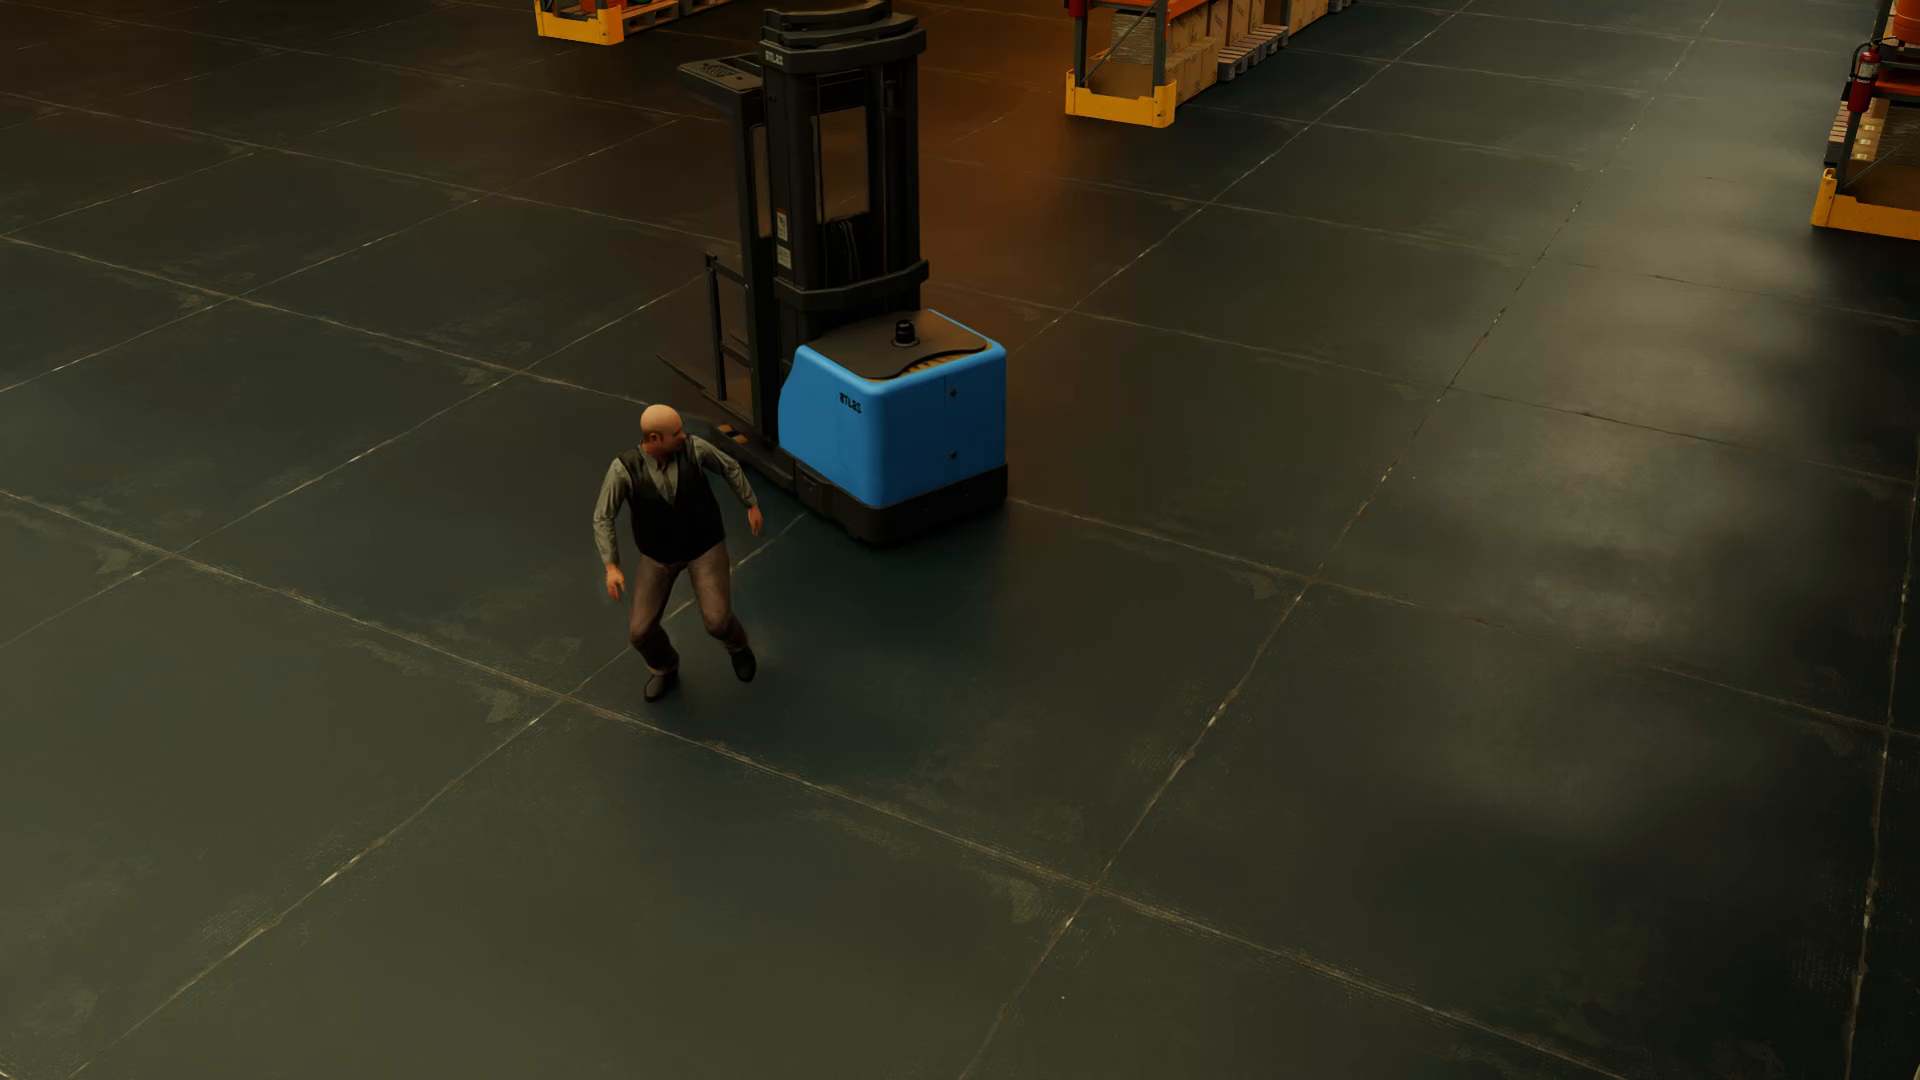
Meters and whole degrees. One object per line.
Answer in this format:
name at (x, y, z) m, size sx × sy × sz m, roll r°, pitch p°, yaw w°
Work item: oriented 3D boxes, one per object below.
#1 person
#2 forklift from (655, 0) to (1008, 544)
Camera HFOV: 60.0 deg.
person at (-1.390, 0.064, 8.291) m, size 0.802 × 1.623 × 0.604 m, roll -2°, pitch 30°, yaw -4°
forklift at (-1.000, -1.924, 10.404) m, size 1.130 × 2.935 × 3.031 m, roll -21°, pitch 36°, yaw -32°
